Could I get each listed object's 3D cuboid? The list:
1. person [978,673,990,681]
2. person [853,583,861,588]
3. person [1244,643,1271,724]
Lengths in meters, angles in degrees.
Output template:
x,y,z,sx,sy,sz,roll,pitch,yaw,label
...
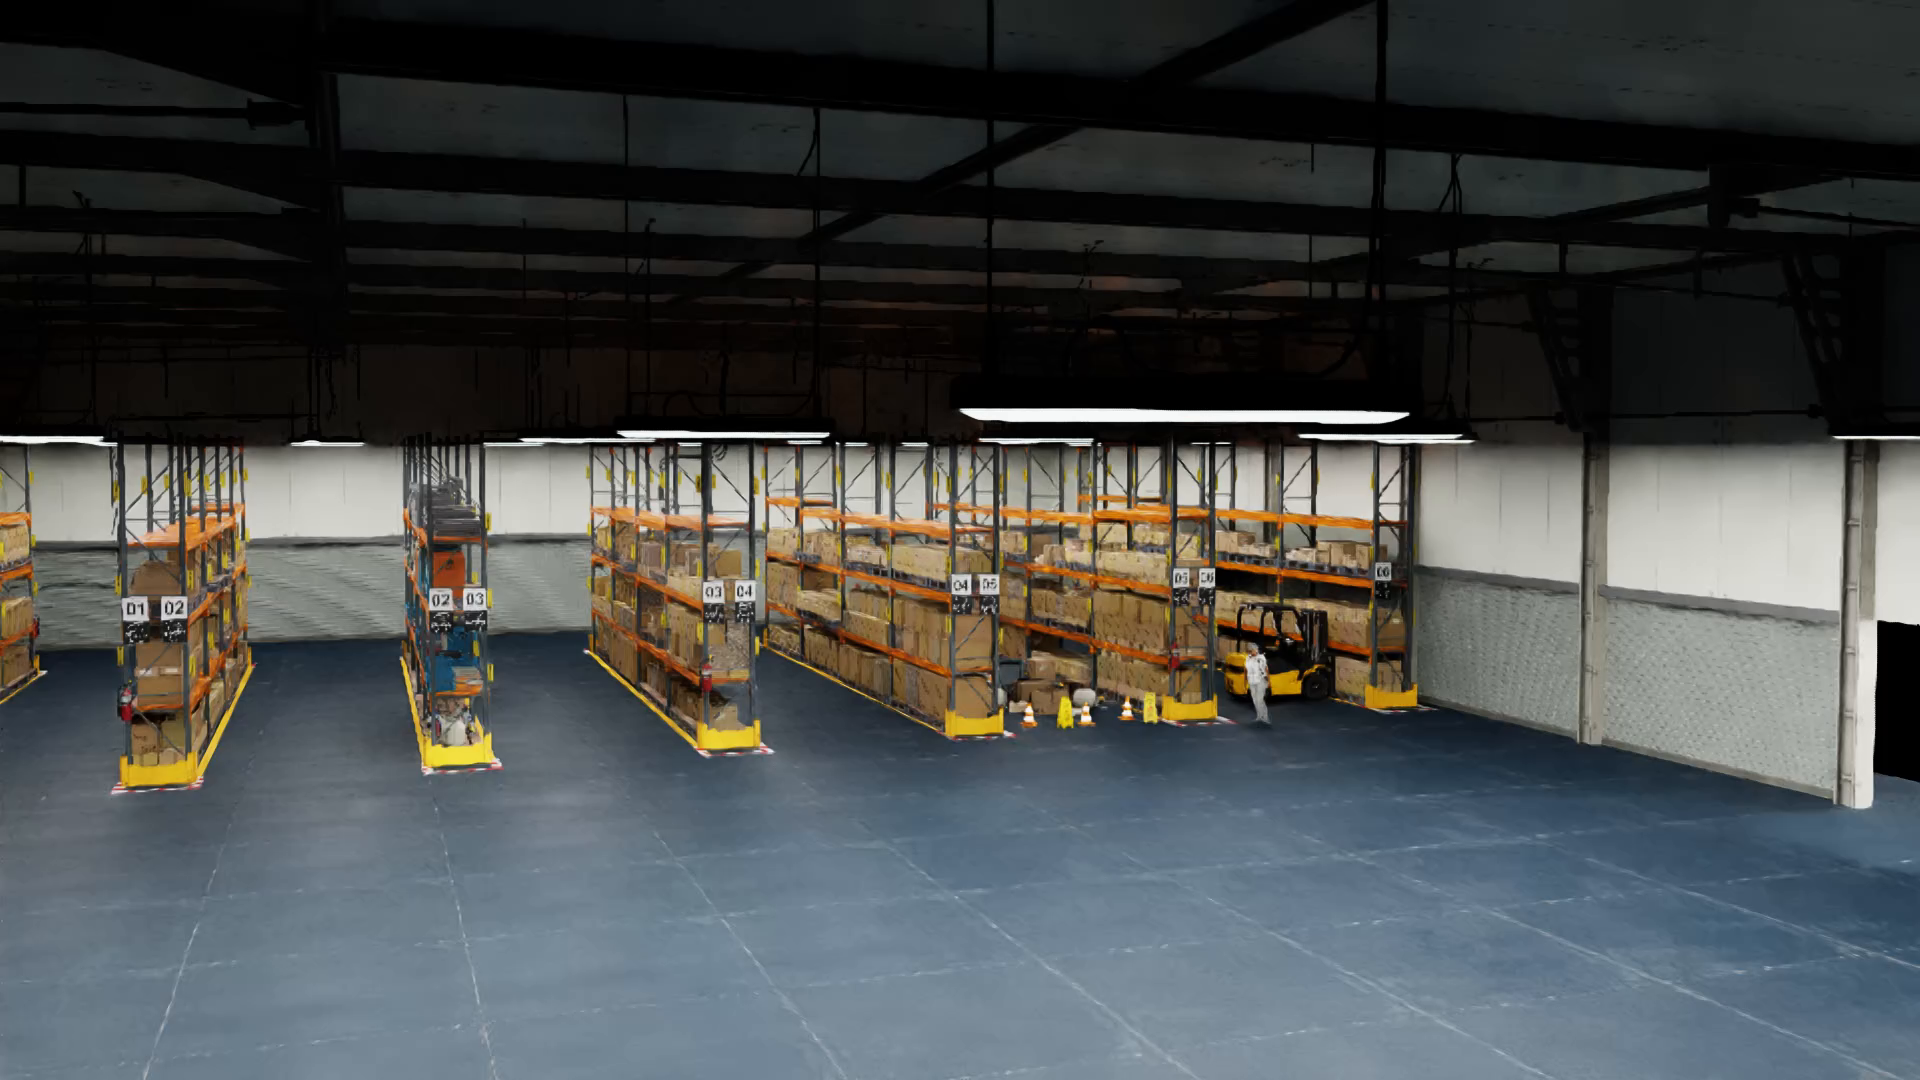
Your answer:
x,y,z,sx,sy,sz,roll,pitch,yaw,label
0.509,2.612,40.775,0.564,1.666,0.563,0,3,8,person
-3.006,2.124,49.440,0.522,1.722,0.632,-2,4,-33,person
6.230,2.967,34.713,0.607,1.656,0.476,2,4,37,person
